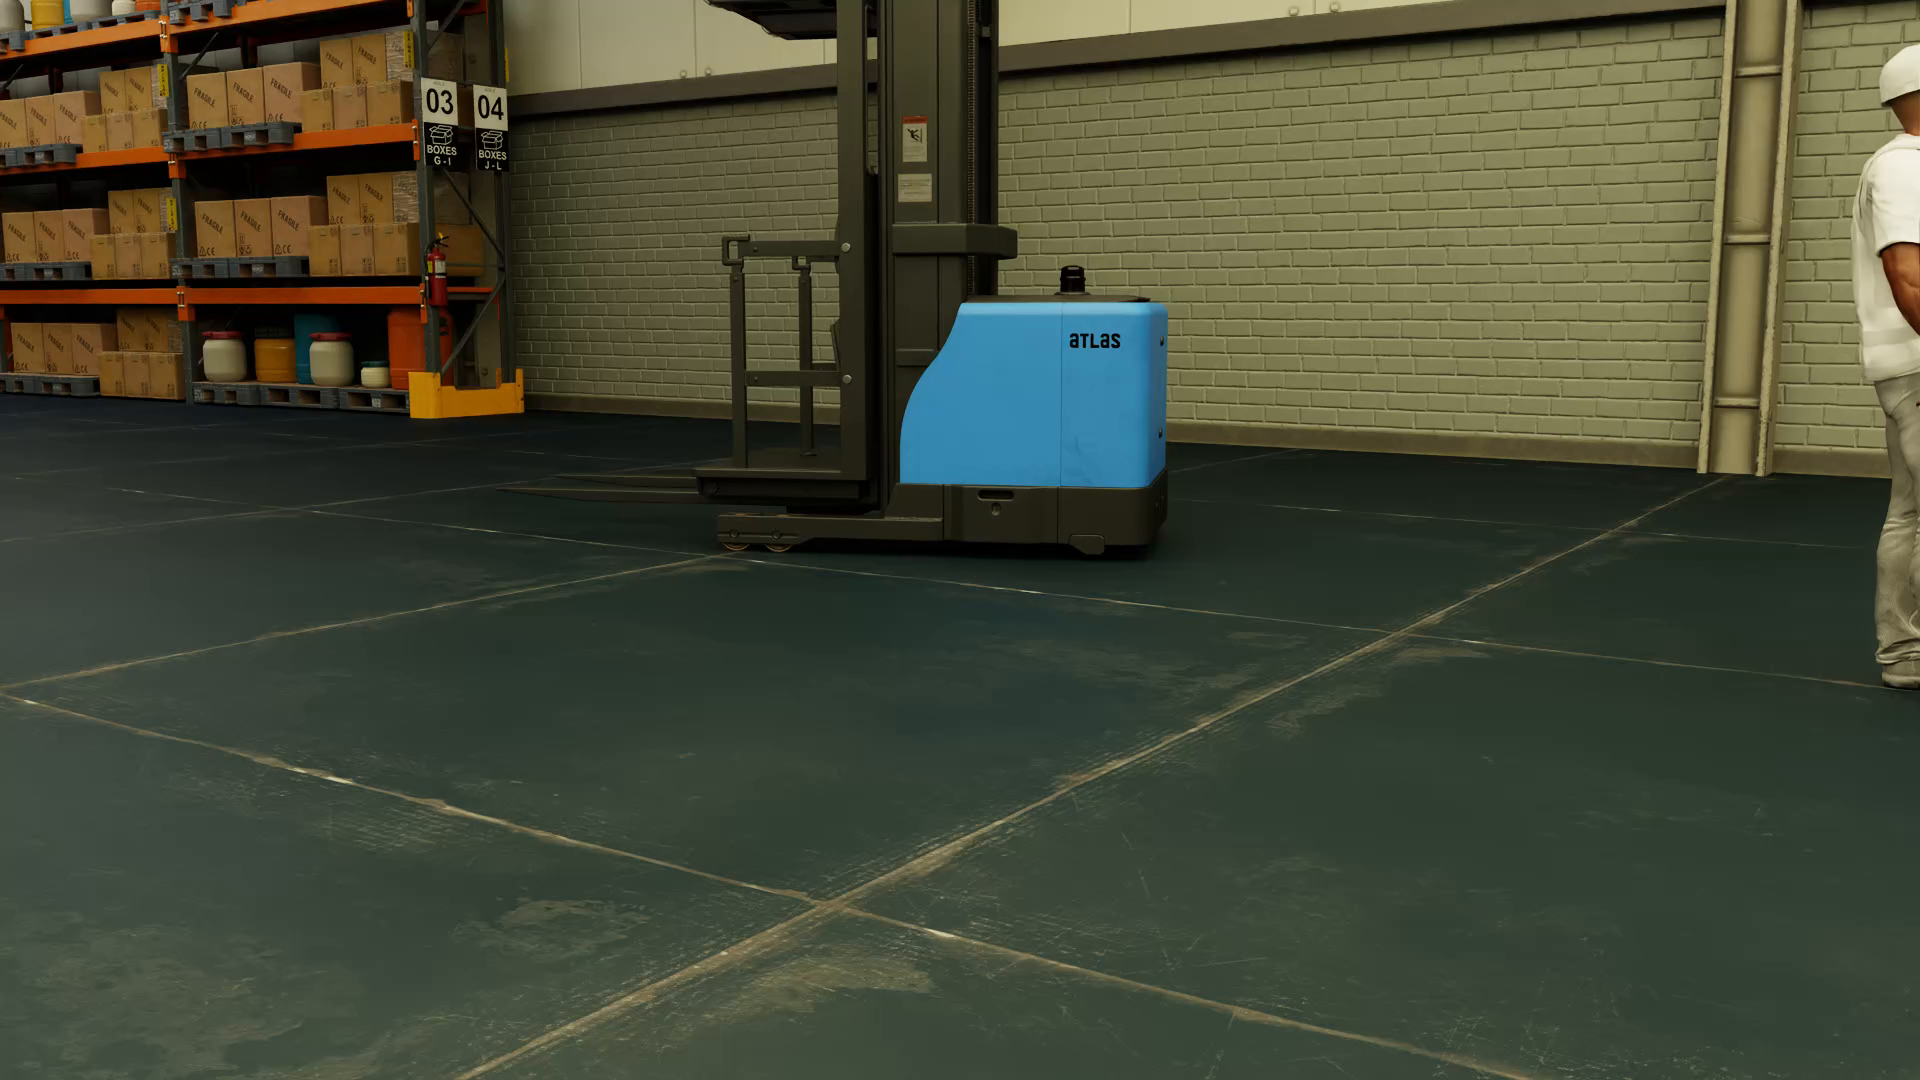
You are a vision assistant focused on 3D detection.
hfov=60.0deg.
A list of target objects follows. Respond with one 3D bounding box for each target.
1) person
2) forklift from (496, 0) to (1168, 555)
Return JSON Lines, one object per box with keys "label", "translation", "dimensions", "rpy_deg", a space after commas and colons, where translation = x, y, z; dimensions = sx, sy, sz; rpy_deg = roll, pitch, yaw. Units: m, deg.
{"label": "person", "translation": [2.716, -0.461, 4.517], "dimensions": [0.577, 1.766, 0.666], "rpy_deg": [4, 9, 27]}
{"label": "forklift", "translation": [-0.596, -1.469, 7.520], "dimensions": [3.031, 2.935, 1.130], "rpy_deg": [2, 8, 12]}
